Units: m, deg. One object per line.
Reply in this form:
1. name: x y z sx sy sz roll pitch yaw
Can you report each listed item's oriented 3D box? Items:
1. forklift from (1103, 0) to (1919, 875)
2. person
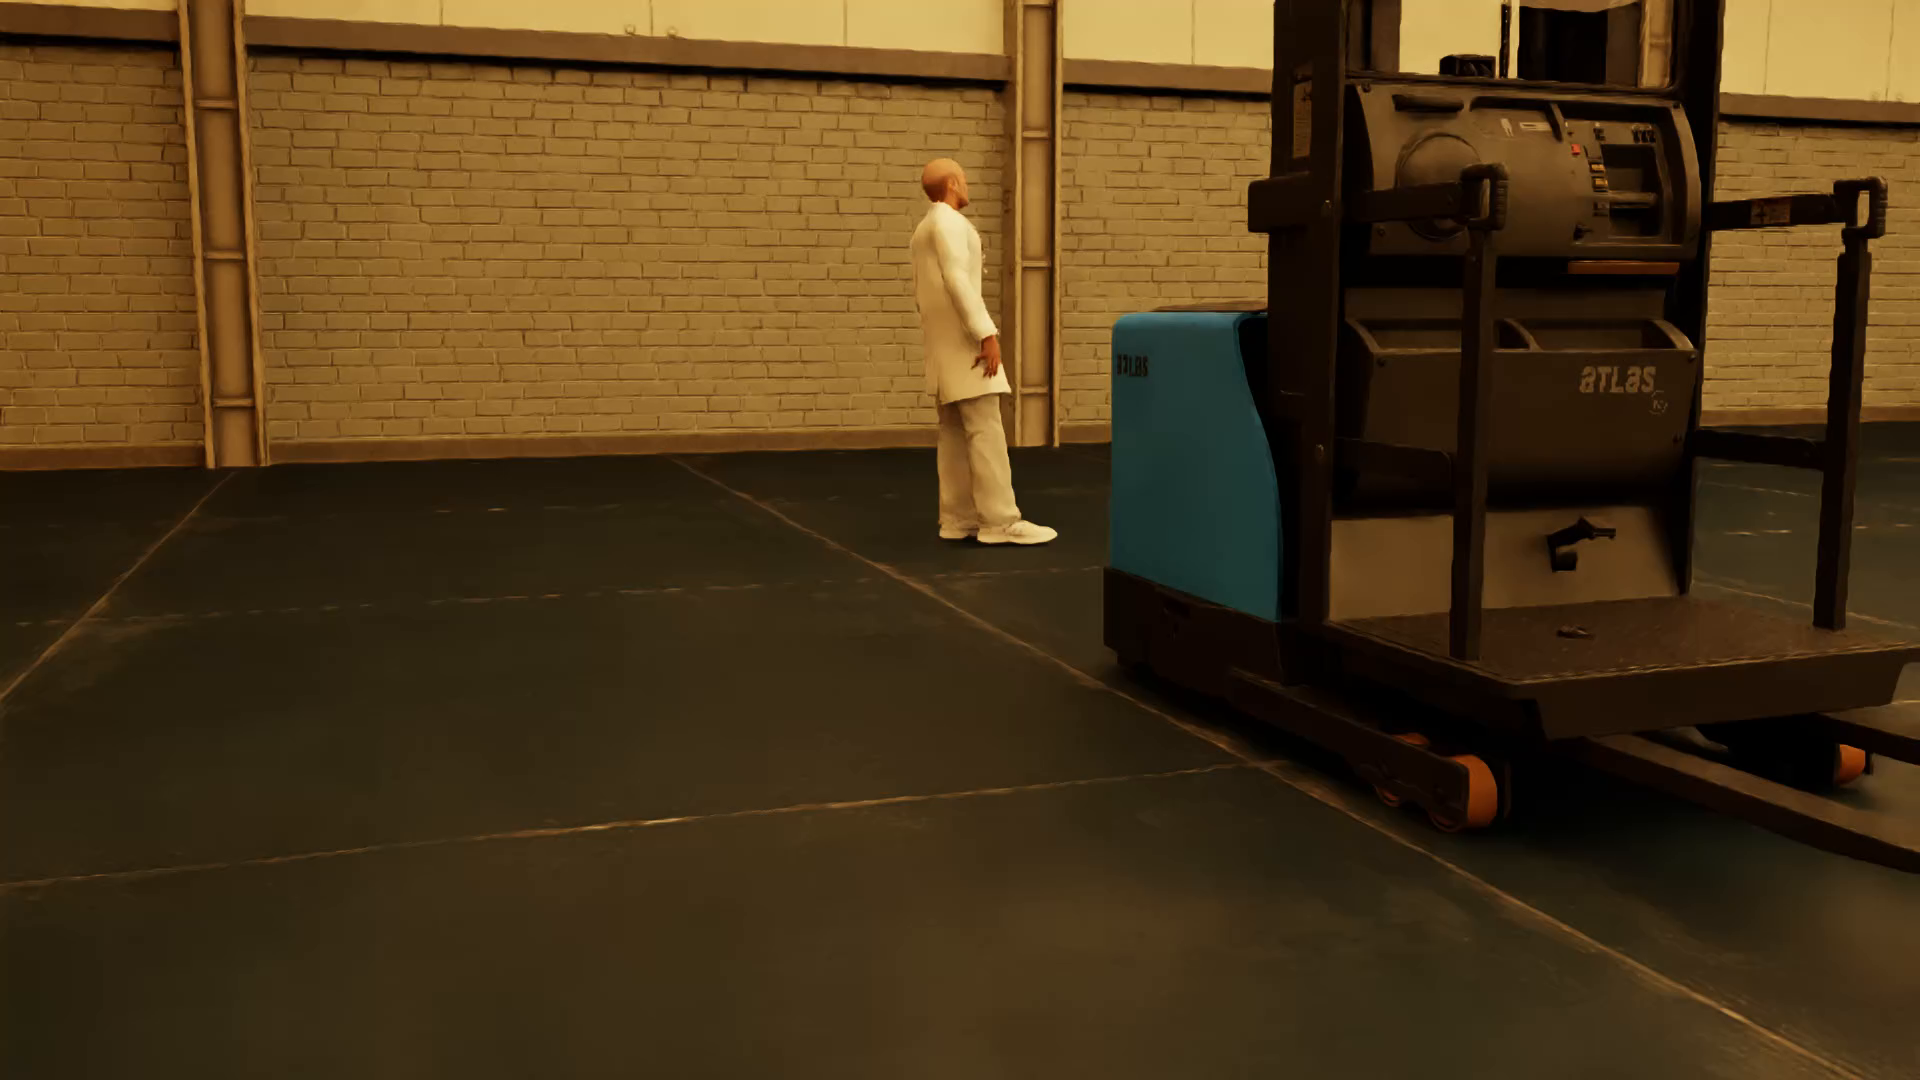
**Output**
1. forklift: 1.416 -0.906 3.706 1.130 2.935 3.031 -3 8 -20
2. person: 0.088 -0.891 7.828 0.579 1.776 0.694 -3 8 -18
